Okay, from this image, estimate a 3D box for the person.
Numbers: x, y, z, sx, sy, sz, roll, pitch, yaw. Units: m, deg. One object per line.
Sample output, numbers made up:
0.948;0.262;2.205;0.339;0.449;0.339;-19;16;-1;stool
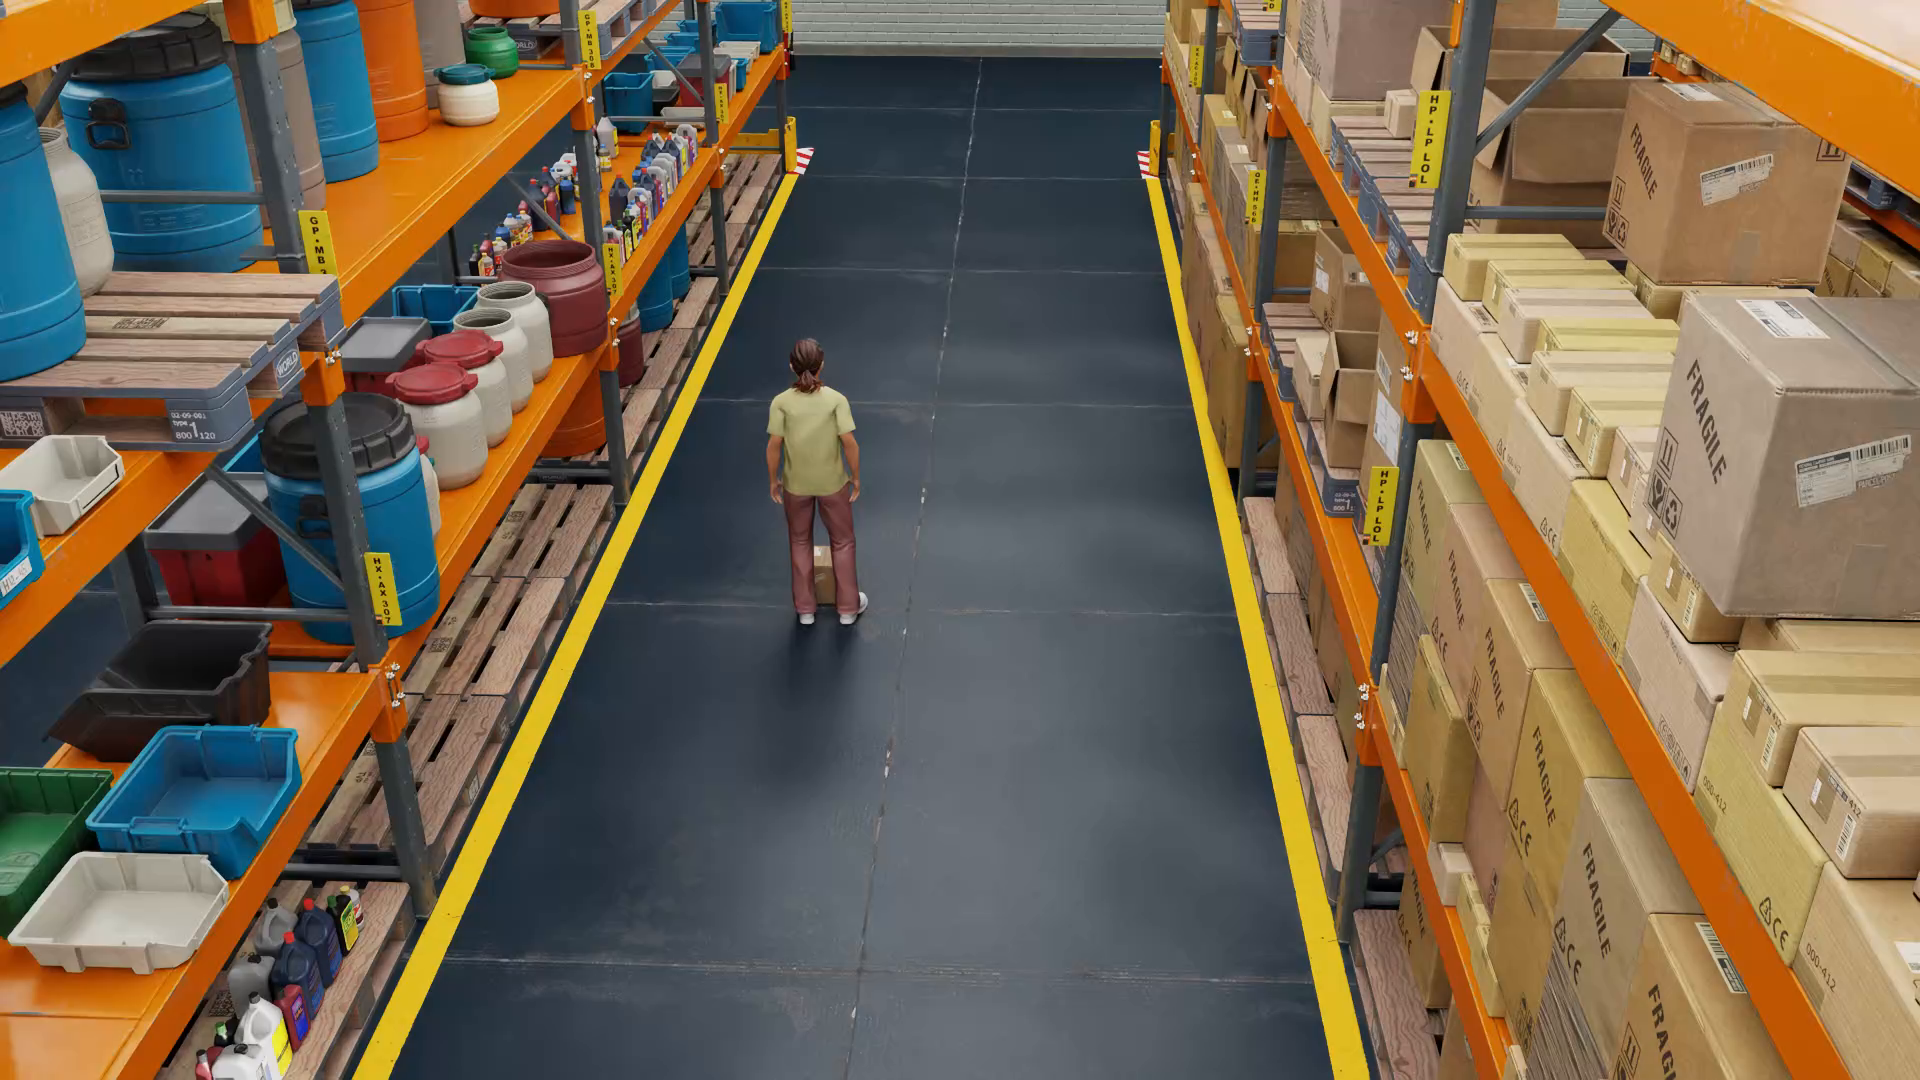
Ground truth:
-0.788;-0.308;9.201;0.498;1.673;0.353;1;28;2;person
